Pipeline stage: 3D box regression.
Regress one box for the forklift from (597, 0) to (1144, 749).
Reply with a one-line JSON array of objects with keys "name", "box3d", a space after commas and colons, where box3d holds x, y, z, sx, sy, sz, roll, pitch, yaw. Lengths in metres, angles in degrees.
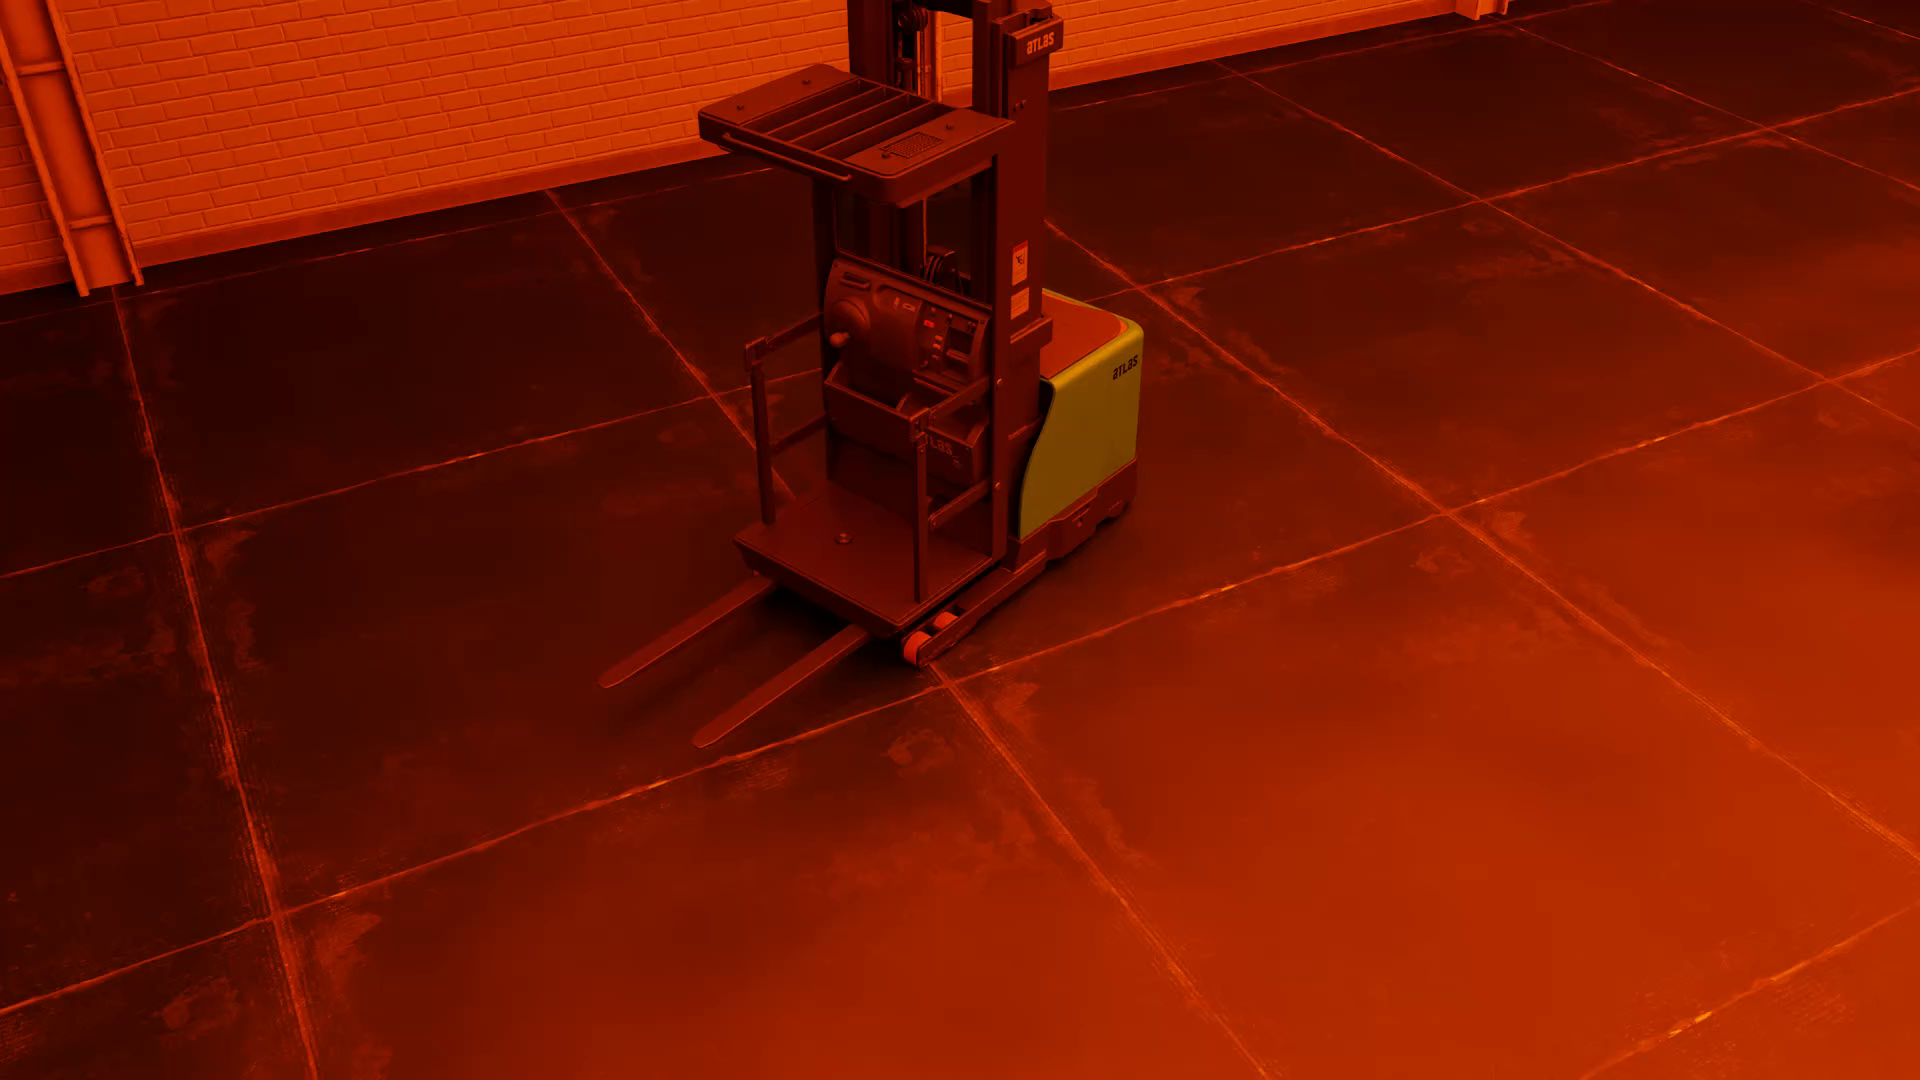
[{"name": "forklift", "box3d": [-0.390, -0.927, 7.434, 1.130, 2.935, 3.031, 26, 43, 31]}]
